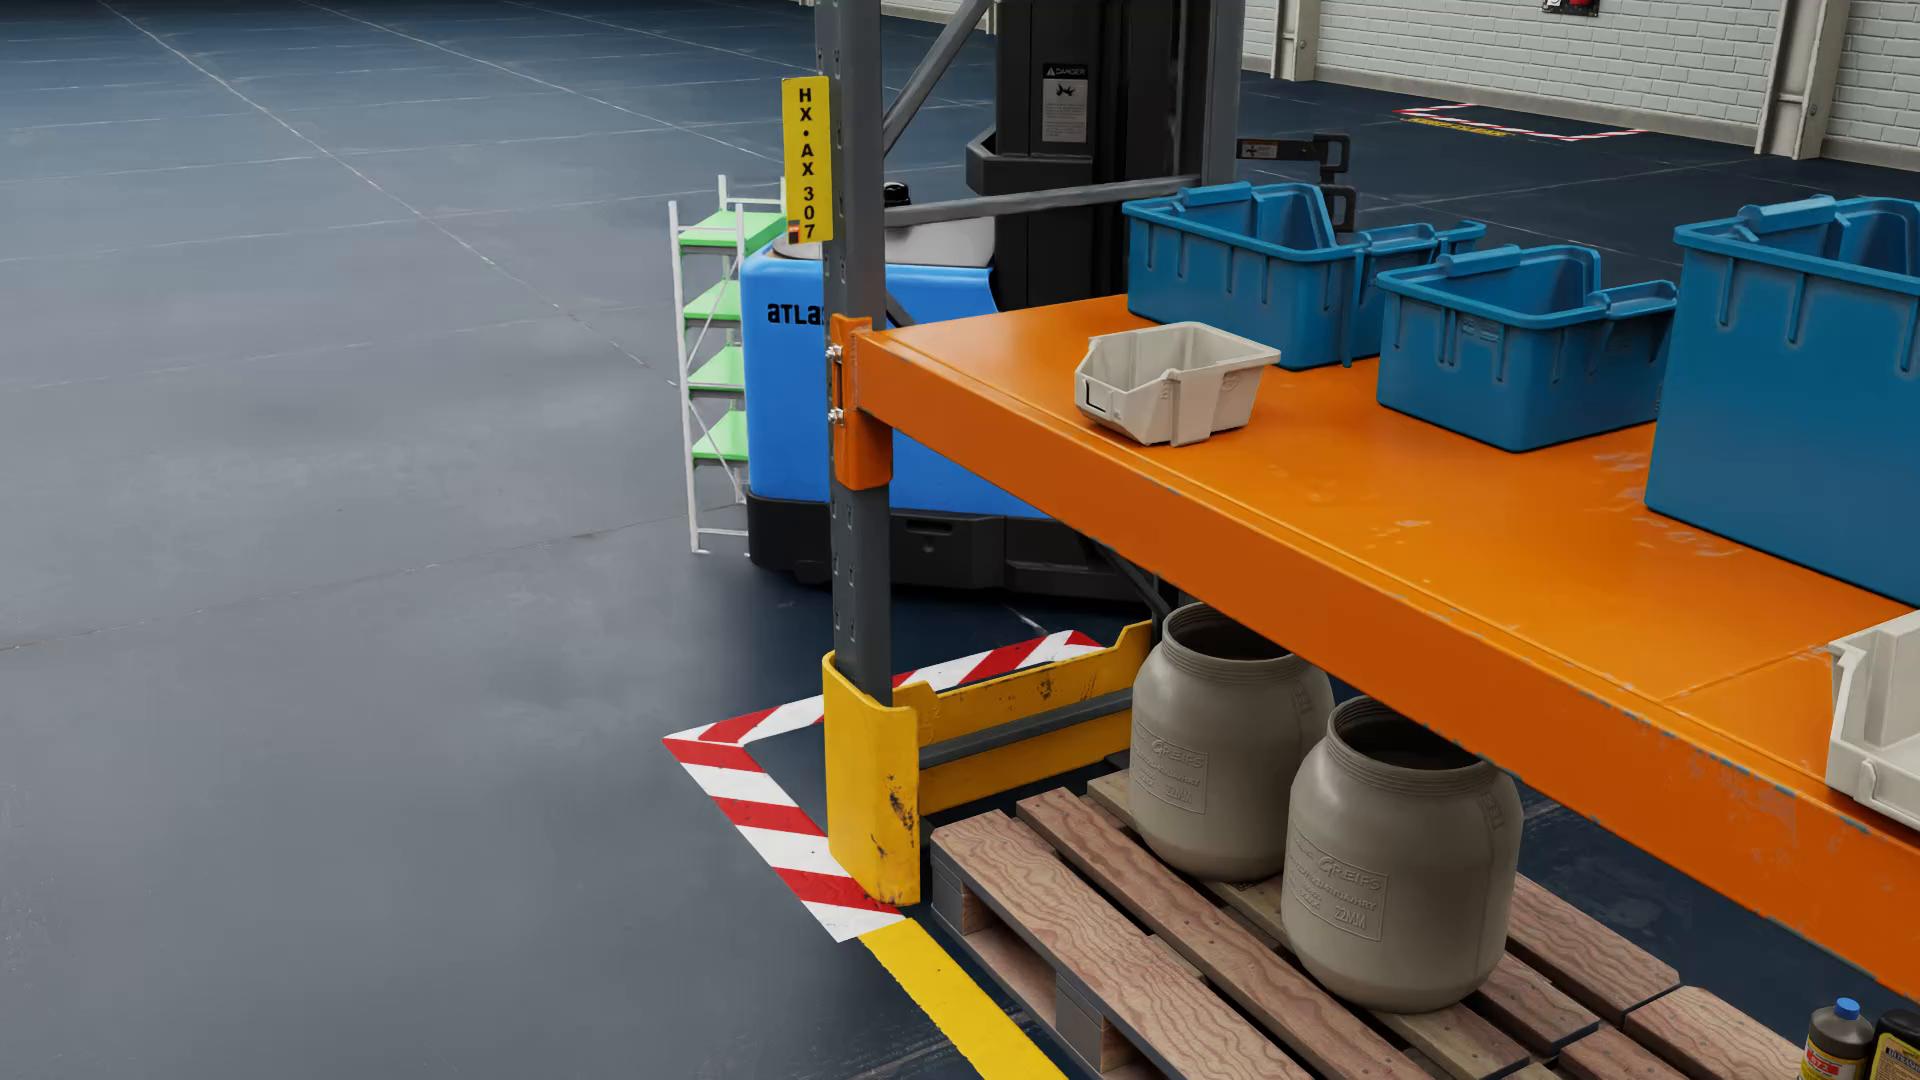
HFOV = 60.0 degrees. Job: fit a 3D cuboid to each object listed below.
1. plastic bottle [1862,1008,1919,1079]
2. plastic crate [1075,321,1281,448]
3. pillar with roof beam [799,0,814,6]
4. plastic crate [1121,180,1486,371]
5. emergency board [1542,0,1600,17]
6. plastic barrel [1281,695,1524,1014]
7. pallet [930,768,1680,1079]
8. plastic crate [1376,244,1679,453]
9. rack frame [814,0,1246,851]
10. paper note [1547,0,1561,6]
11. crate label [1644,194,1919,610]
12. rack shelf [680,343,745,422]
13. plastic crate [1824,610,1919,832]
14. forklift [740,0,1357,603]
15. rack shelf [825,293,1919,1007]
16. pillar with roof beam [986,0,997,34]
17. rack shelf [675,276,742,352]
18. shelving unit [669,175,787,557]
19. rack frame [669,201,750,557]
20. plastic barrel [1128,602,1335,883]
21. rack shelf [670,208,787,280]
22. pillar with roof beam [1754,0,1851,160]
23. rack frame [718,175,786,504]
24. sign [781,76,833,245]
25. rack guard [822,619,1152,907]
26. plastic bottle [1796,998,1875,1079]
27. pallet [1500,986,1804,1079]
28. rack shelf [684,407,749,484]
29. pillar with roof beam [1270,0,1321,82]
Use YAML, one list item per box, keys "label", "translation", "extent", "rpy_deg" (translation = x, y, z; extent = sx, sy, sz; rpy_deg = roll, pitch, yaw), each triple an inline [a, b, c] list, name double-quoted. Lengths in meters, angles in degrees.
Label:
- label: "plastic bottle"
  translation: [1.562, 0.866, 2.720]
  extent: [0.061, 0.283, 0.133]
  rpy_deg: [-12, 25, -27]
- label: "plastic crate"
  translation: [0.352, -0.259, 2.816]
  extent: [0.298, 0.136, 0.250]
  rpy_deg: [-13, 25, -28]
- label: "pillar with roof beam"
  translation: [-6.171, -12.299, 24.118]
  extent: [9.100, 9.000, 0.400]
  rpy_deg: [-13, 25, -28]
- label: "plastic crate"
  translation: [0.684, -0.560, 3.402]
  extent: [0.499, 0.251, 0.616]
  rpy_deg: [-13, 25, -28]
- label: "emergency board"
  translation: [5.495, -5.328, 14.936]
  extent: [0.194, 1.169, 0.643]
  rpy_deg: [-13, 25, -28]
- label: "plastic barrel"
  translation: [0.829, 0.586, 3.133]
  extent: [0.421, 0.512, 0.421]
  rpy_deg: [0, 22, 0]
- label: "pallet"
  translation: [0.661, 0.838, 3.468]
  extent: [1.003, 0.211, 1.213]
  rpy_deg: [-13, 25, -28]
- label: "plastic crate"
  translation: [1.011, -0.348, 2.882]
  extent: [0.499, 0.251, 0.408]
  rpy_deg: [-13, 25, -28]
- label: "rack frame"
  translation: [0.171, -0.733, 3.631]
  extent: [1.000, 3.000, 0.127]
  rpy_deg: [-13, 25, -28]
- label: "paper note"
  translation: [5.464, -4.990, 15.275]
  extent: [0.016, 0.148, 0.142]
  rpy_deg: [-13, 25, -28]
- label: "crate label"
  translation: [1.344, -0.206, 2.287]
  extent: [0.502, 0.435, 0.616]
  rpy_deg: [-13, 25, -28]
- label: "rack shelf"
  translation: [-0.755, -0.538, 5.710]
  extent: [0.258, 0.148, 0.480]
  rpy_deg: [4, 22, 10]
- label: "plastic crate"
  translation: [1.167, 0.207, 1.669]
  extent: [0.530, 0.136, 0.437]
  rpy_deg: [-13, 25, -28]
- label: "forklift"
  translation: [0.876, -1.285, 5.081]
  extent: [3.031, 2.935, 1.130]
  rpy_deg: [4, 23, 11]
- label: "rack shelf"
  translation: [1.193, 0.248, 2.174]
  extent: [1.077, 0.370, 4.000]
  rpy_deg: [-13, 25, -28]
- label: "pillar with roof beam"
  translation: [-3.106, -10.356, 19.340]
  extent: [9.100, 9.000, 0.400]
  rpy_deg: [-13, 25, -28]
- label: "rack shelf"
  translation: [-0.755, -0.760, 5.620]
  extent: [0.258, 0.148, 0.480]
  rpy_deg: [4, 22, 10]
- label: "shelving unit"
  translation: [-0.755, -0.597, 5.686]
  extent: [0.258, 1.200, 0.503]
  rpy_deg: [4, 22, 10]
- label: "rack frame"
  translation: [-0.801, -0.507, 5.464]
  extent: [0.240, 1.200, 0.015]
  rpy_deg: [4, 22, 10]
- label: "plastic barrel"
  translation: [0.573, 0.423, 3.533]
  extent: [0.421, 0.512, 0.421]
  rpy_deg: [0, 22, 0]
- label: "rack shelf"
  translation: [-0.755, -0.982, 5.530]
  extent: [0.258, 0.148, 0.480]
  rpy_deg: [4, 22, 10]
- label: "pillar with roof beam"
  translation: [3.024, -6.472, 9.783]
  extent: [9.100, 9.000, 0.400]
  rpy_deg: [-13, 25, -28]
- label: "rack frame"
  translation: [-0.709, -0.687, 5.908]
  extent: [0.240, 1.200, 0.015]
  rpy_deg: [4, 22, 10]
- label: "sign"
  translation: [-0.304, -0.757, 3.322]
  extent: [0.100, 0.325, 0.005]
  rpy_deg: [-13, 25, -28]
- label: "rack guard"
  translation: [0.251, 0.441, 4.064]
  extent: [1.175, 0.500, 0.348]
  rpy_deg: [-13, 25, -28]
- label: "plastic bottle"
  translation: [1.486, 0.870, 2.820]
  extent: [0.097, 0.201, 0.097]
  rpy_deg: [0, 22, 0]
- label: "pallet"
  translation: [1.280, 1.233, 2.498]
  extent: [1.003, 0.211, 1.213]
  rpy_deg: [-13, 25, -28]
- label: "rack shelf"
  translation: [-0.755, -0.315, 5.801]
  extent: [0.258, 0.148, 0.480]
  rpy_deg: [4, 22, 10]
- label: "pillar with roof beam"
  translation: [-0.041, -8.414, 14.561]
  extent: [9.100, 9.000, 0.400]
  rpy_deg: [-13, 25, -28]
